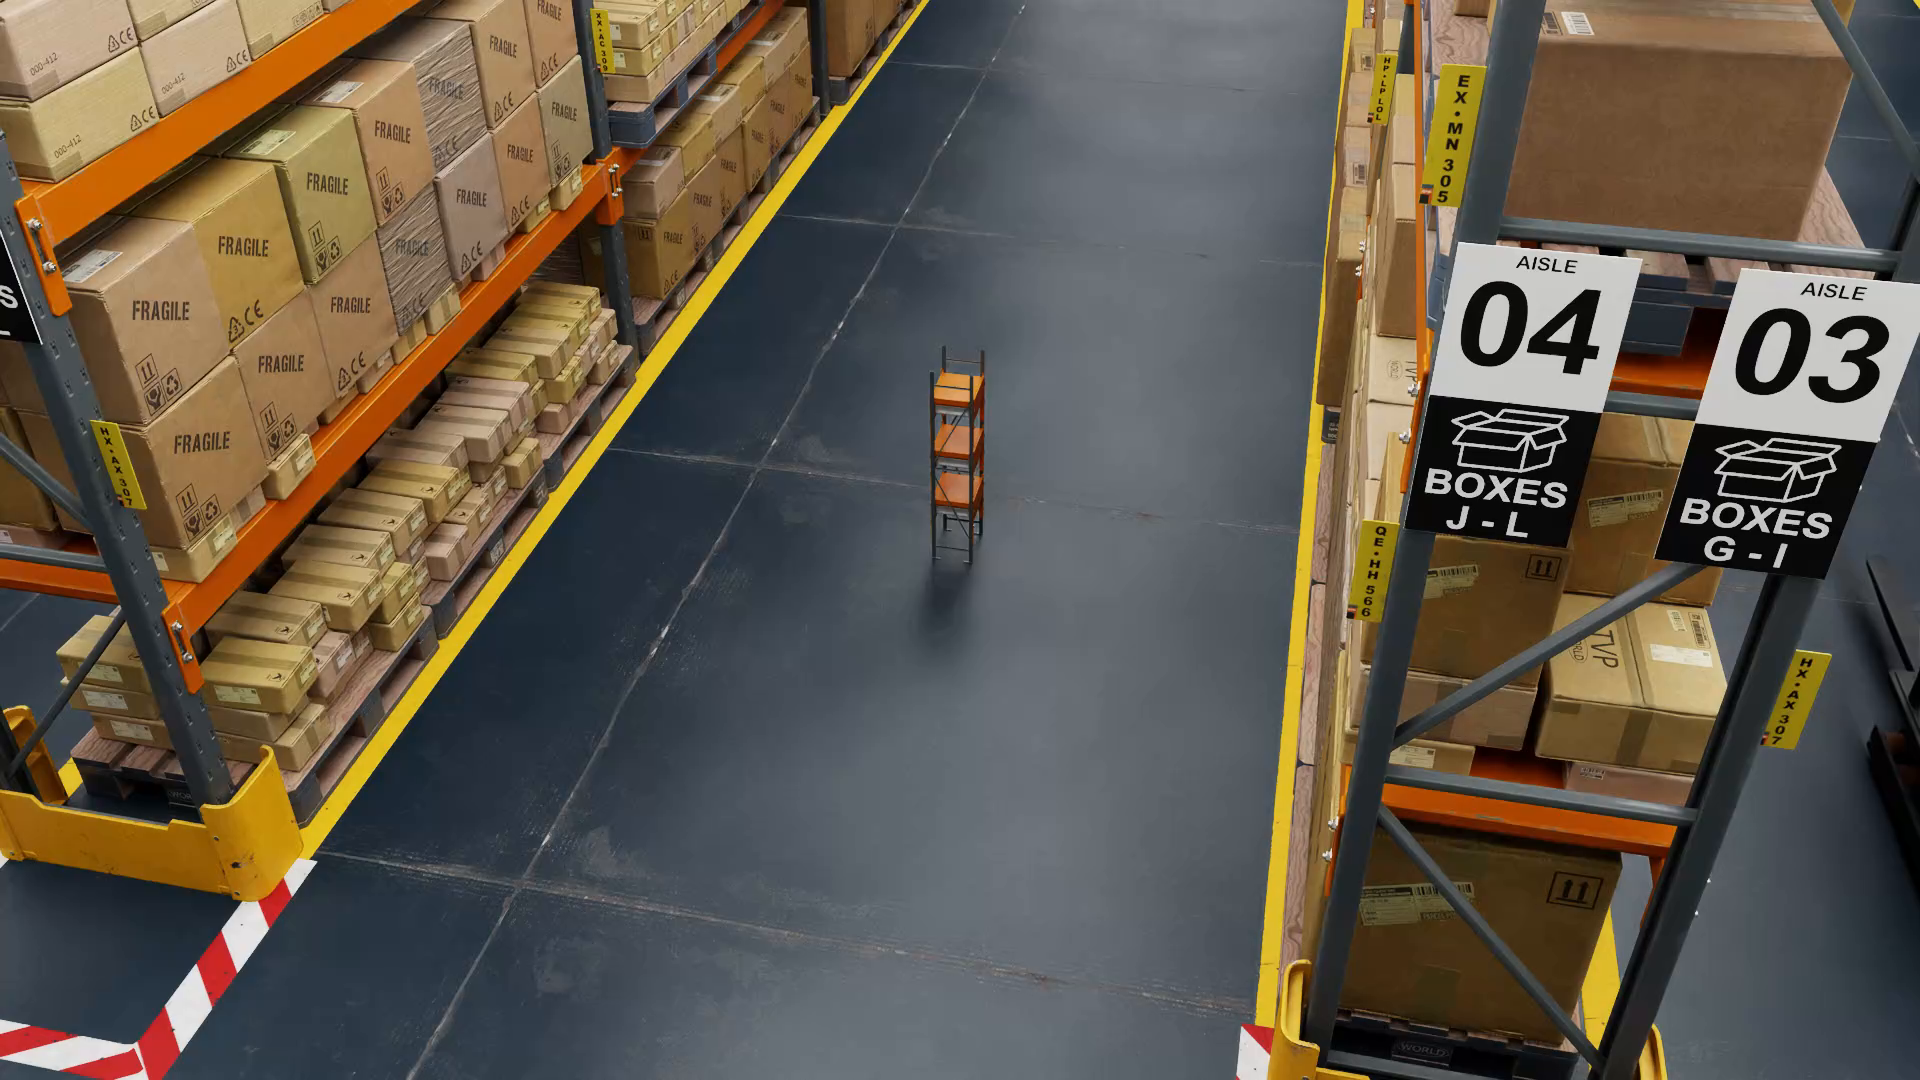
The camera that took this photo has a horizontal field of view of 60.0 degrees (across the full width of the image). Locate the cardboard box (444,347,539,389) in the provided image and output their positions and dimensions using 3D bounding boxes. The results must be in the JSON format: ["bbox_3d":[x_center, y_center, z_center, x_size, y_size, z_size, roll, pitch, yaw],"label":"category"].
[{"bbox_3d":[-2.366,-0.833,8.408,0.380,0.149,0.250,8,37,11],"label":"cardboard box"}]

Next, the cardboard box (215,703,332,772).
[{"bbox_3d":[-2.781,0.770,6.703,0.380,0.149,0.250,8,37,11],"label":"cardboard box"}]

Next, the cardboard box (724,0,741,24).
[{"bbox_3d":[-1.544,-3.233,10.011,0.380,0.149,0.250,7,36,9],"label":"cardboard box"}]

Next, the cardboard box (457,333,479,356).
[{"bbox_3d":[-2.750,-1.031,8.680,0.380,0.149,0.250,7,36,9],"label":"cardboard box"}]

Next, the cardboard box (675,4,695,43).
[{"bbox_3d":[-1.709,-2.901,9.299,0.380,0.149,0.250,8,37,11],"label":"cardboard box"}]

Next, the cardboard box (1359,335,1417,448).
[{"bbox_3d":[1.787,-0.527,6.295,0.500,0.250,0.500,7,37,10],"label":"cardboard box"}]

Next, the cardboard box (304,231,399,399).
[{"bbox_3d":[-2.633,-0.927,6.634,0.500,0.500,0.500,8,37,11],"label":"cardboard box"}]

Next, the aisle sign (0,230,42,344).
[{"bbox_3d":[-2.928,-0.927,4.758,0.394,0.787,0.004,7,37,10],"label":"aisle sign"}]

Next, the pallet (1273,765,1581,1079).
[{"bbox_3d":[1.713,1.387,6.157,1.003,0.211,1.213,7,37,10],"label":"pallet"}]

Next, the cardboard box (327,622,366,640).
[{"bbox_3d":[-2.763,0.340,7.042,0.380,0.149,0.250,8,37,11],"label":"cardboard box"}]

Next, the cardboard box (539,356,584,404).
[{"bbox_3d":[-2.193,-0.850,8.685,0.380,0.149,0.250,6,36,8],"label":"cardboard box"}]

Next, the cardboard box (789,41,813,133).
[{"bbox_3d":[-1.382,-3.288,12.003,0.500,0.500,0.500,7,37,10],"label":"cardboard box"}]

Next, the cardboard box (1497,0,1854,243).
[{"bbox_3d":[1.677,-1.045,4.051,0.700,0.500,0.500,5,36,7],"label":"cardboard box"}]

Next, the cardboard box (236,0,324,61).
[{"bbox_3d":[-2.646,-1.931,5.931,0.500,0.250,0.500,6,36,8],"label":"cardboard box"}]

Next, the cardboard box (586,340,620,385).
[{"bbox_3d":[-2.102,-0.995,9.139,0.380,0.149,0.250,8,37,11],"label":"cardboard box"}]

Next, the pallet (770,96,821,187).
[{"bbox_3d":[-1.665,-2.963,12.159,1.003,0.211,1.213,7,37,10],"label":"pallet"}]

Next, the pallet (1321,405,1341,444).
[{"bbox_3d":[2.564,-0.890,9.298,1.003,0.211,1.213,7,37,10],"label":"pallet"}]

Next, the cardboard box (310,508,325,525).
[{"bbox_3d":[-3.091,-0.170,7.746,0.380,0.149,0.250,9,37,12],"label":"cardboard box"}]

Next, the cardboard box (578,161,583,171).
[{"bbox_3d":[-2.183,-1.952,8.602,0.380,0.149,0.250,7,37,9],"label":"cardboard box"}]

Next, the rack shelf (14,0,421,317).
[{"bbox_3d":[-2.778,-2.024,6.543,1.077,0.370,4.000,7,37,10],"label":"rack shelf"}]

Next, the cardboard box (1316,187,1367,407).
[{"bbox_3d":[2.590,-1.247,8.867,1.225,0.875,0.875,7,37,10],"label":"cardboard box"}]

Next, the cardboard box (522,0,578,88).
[{"bbox_3d":[-2.187,-2.510,7.966,0.500,0.500,0.500,6,36,8],"label":"cardboard box"}]

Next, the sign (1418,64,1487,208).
[{"bbox_3d":[1.091,-0.891,3.681,0.100,0.325,0.005,7,37,10],"label":"sign"}]

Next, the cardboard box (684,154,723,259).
[{"bbox_3d":[-1.823,-2.099,10.362,0.500,0.500,0.500,9,37,12],"label":"cardboard box"}]

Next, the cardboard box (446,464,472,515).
[{"bbox_3d":[-2.554,-0.271,7.886,0.380,0.149,0.250,9,37,12],"label":"cardboard box"}]

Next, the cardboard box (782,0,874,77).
[{"bbox_3d":[-1.279,-4.137,12.962,1.050,0.750,0.750,7,36,9],"label":"cardboard box"}]

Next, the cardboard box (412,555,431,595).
[{"bbox_3d":[-2.635,0.176,7.523,0.380,0.149,0.250,7,37,10],"label":"cardboard box"}]

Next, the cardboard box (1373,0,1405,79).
[{"bbox_3d":[2.635,-2.780,9.445,0.500,0.500,0.500,7,37,10],"label":"cardboard box"}]

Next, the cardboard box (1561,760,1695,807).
[{"bbox_3d":[2.017,0.665,4.990,0.380,0.149,0.250,8,37,10],"label":"cardboard box"}]

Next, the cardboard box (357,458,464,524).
[{"bbox_3d":[-2.500,-0.225,7.569,0.380,0.149,0.250,8,37,11],"label":"cardboard box"}]

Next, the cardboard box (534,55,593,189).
[{"bbox_3d":[-2.178,-2.095,8.246,0.500,0.500,0.500,7,37,10],"label":"cardboard box"}]

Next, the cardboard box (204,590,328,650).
[{"bbox_3d":[-2.820,0.359,6.764,0.380,0.149,0.250,8,37,11],"label":"cardboard box"}]

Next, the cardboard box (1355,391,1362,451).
[{"bbox_3d":[1.753,-0.444,6.521,0.380,0.149,0.250,6,36,9],"label":"cardboard box"}]

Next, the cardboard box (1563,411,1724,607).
[{"bbox_3d":[2.092,-0.166,5.158,0.500,0.500,0.500,6,36,9],"label":"cardboard box"}]

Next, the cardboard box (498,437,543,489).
[{"bbox_3d":[-2.323,-0.402,8.320,0.380,0.149,0.250,7,37,10],"label":"cardboard box"}]

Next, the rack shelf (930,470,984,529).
[{"bbox_3d":[-0.011,-0.161,8.069,0.215,0.259,0.240,7,37,10],"label":"rack shelf"}]

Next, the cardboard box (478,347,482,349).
[{"bbox_3d":[-2.724,-0.915,8.774,0.380,0.149,0.250,7,37,10],"label":"cardboard box"}]

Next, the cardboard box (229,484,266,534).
[{"bbox_3d":[-2.802,-0.148,6.112,0.380,0.149,0.250,9,37,12],"label":"cardboard box"}]

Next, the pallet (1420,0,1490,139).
[{"bbox_3d":[2.025,-1.581,5.395,1.003,0.211,1.213,7,37,10],"label":"pallet"}]

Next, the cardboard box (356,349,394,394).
[{"bbox_3d":[-2.609,-0.752,6.945,0.380,0.149,0.250,7,36,9],"label":"cardboard box"}]

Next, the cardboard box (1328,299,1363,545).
[{"bbox_3d":[2.254,-0.509,7.849,0.875,0.875,0.875,7,37,10],"label":"cardboard box"}]

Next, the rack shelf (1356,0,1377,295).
[{"bbox_3d":[2.900,-2.423,9.650,1.077,0.370,4.000,7,37,10],"label":"rack shelf"}]

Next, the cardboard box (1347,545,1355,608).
[{"bbox_3d":[1.536,0.145,5.707,0.380,0.149,0.250,8,37,11],"label":"cardboard box"}]

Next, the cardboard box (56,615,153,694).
[{"bbox_3d":[-3.340,0.454,6.632,0.380,0.149,0.250,8,37,11],"label":"cardboard box"}]

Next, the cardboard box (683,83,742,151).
[{"bbox_3d":[-1.710,-2.697,10.548,0.500,0.250,0.500,9,37,12],"label":"cardboard box"}]

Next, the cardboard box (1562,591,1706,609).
[{"bbox_3d":[2.089,0.126,5.395,0.500,0.250,0.500,7,37,9],"label":"cardboard box"}]

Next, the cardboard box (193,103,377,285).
[{"bbox_3d":[-2.616,-1.329,6.337,0.500,0.500,0.500,7,36,9],"label":"cardboard box"}]

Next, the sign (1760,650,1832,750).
[{"bbox_3d":[2.159,0.416,4.315,0.100,0.325,0.005,7,37,10],"label":"sign"}]

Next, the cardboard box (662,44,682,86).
[{"bbox_3d":[-1.764,-2.643,9.197,0.380,0.149,0.250,8,37,11],"label":"cardboard box"}]

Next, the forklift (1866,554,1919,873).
[{"bbox_3d":[4.298,-0.030,5.793,1.130,2.935,3.031,6,36,9],"label":"forklift"}]

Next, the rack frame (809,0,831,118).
[{"bbox_3d":[-1.497,-4.540,11.958,1.000,3.000,0.127,7,37,10],"label":"rack frame"}]

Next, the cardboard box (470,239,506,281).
[{"bbox_3d":[-2.355,-1.341,7.758,0.380,0.149,0.250,6,36,8],"label":"cardboard box"}]

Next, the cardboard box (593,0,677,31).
[{"bbox_3d":[-1.764,-2.885,9.024,0.380,0.149,0.250,8,37,11],"label":"cardboard box"}]

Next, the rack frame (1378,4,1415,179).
[{"bbox_3d":[2.473,-1.567,7.857,1.000,3.000,0.127,7,37,10],"label":"rack frame"}]

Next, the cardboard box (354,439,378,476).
[{"bbox_3d":[-2.986,-0.439,7.865,0.380,0.149,0.250,7,37,10],"label":"cardboard box"}]

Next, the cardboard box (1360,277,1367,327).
[{"bbox_3d":[1.973,-1.036,7.338,0.380,0.149,0.250,8,37,11],"label":"cardboard box"}]

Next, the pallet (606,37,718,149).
[{"bbox_3d":[-2.046,-2.589,9.430,1.003,0.211,1.213,7,37,10],"label":"pallet"}]

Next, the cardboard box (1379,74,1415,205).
[{"bbox_3d":[2.121,-1.688,7.259,0.500,0.500,0.500,7,37,10],"label":"cardboard box"}]

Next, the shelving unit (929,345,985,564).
[{"bbox_3d":[-0.011,-0.394,7.900,0.215,1.050,0.252,7,37,10],"label":"shelving unit"}]

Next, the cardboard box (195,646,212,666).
[{"bbox_3d":[-3.263,0.428,6.921,0.380,0.149,0.250,6,36,9],"label":"cardboard box"}]
